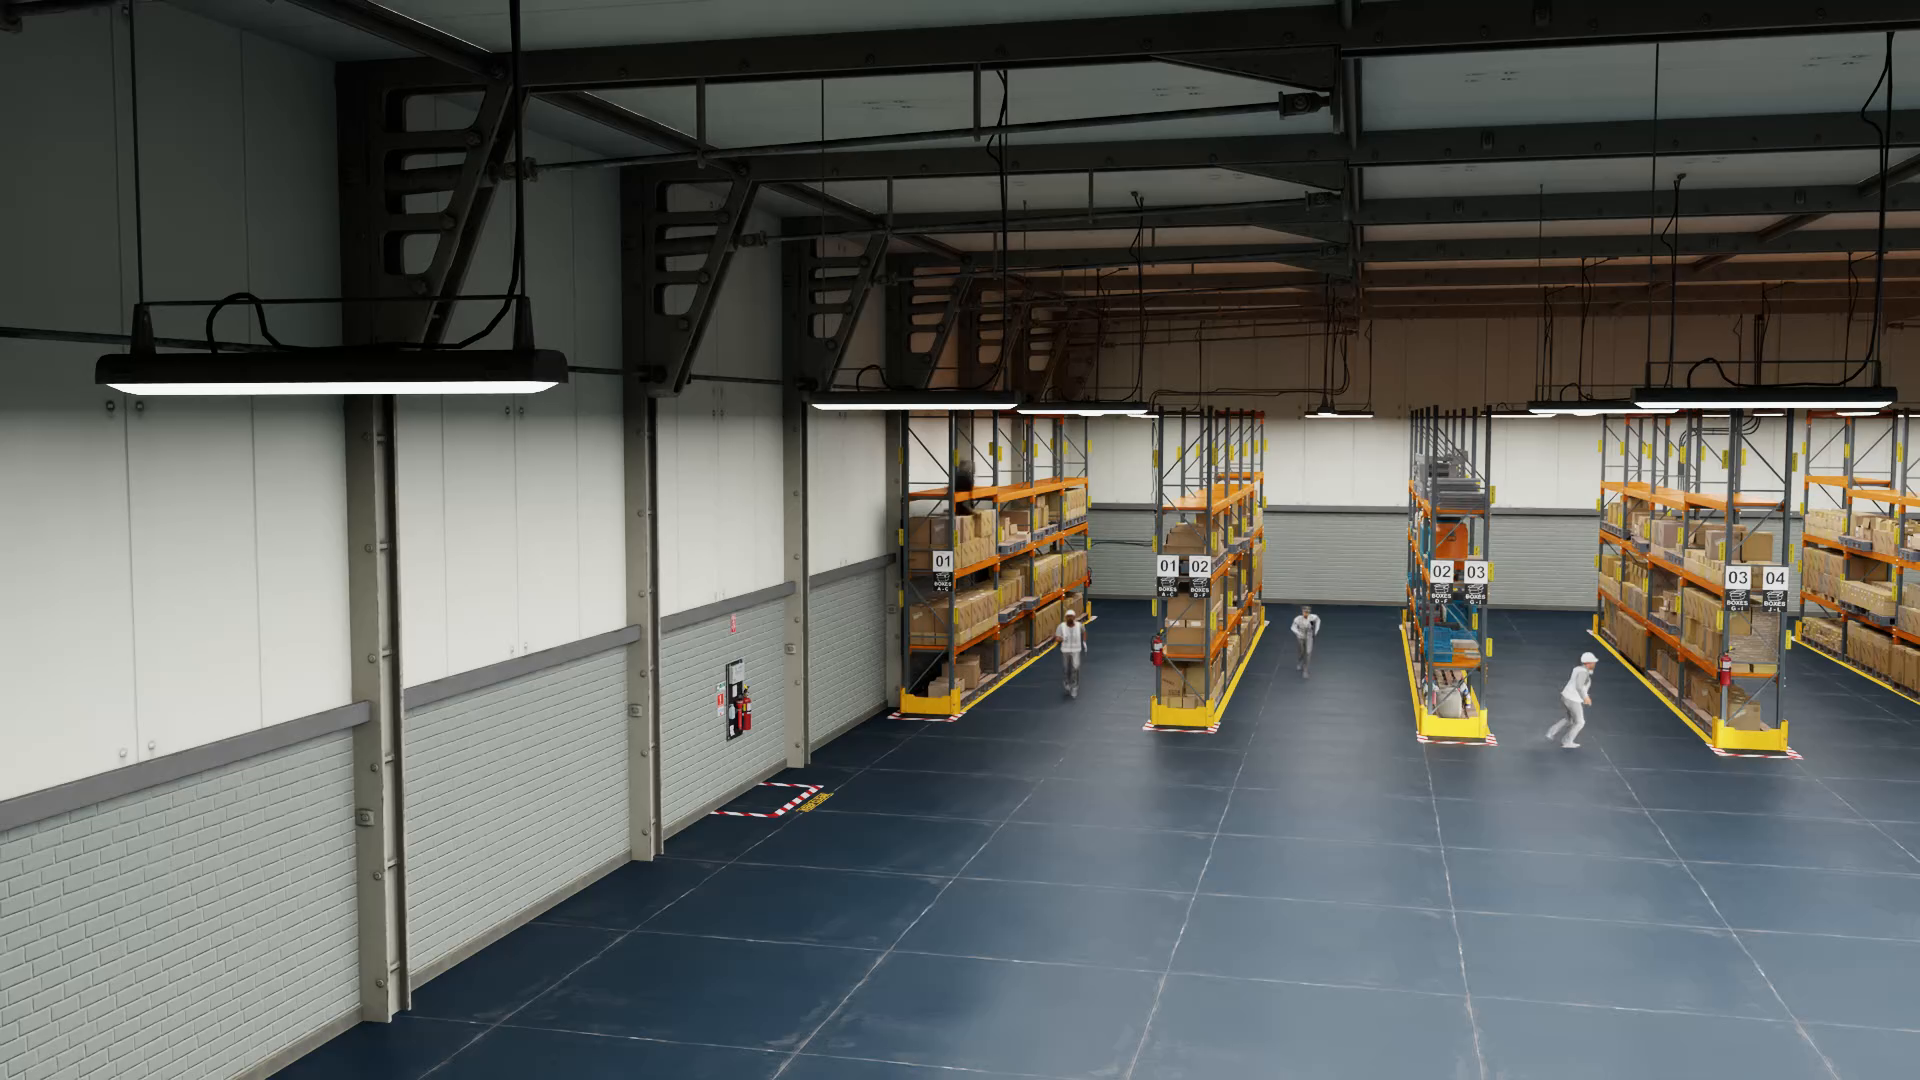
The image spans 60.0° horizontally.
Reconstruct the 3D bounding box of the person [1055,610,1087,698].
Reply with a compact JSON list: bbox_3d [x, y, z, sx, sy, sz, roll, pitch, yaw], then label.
[{"bbox_3d":[2.307,2.356,34.559,0.666,1.836,0.849,0,4,3],"label":"person"}]

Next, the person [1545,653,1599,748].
[{"bbox_3d":[10.715,2.796,29.116,0.834,1.681,0.644,1,4,9],"label":"person"}]

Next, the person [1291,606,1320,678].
[{"bbox_3d":[7.769,2.260,37.494,0.661,1.632,0.959,0,4,1],"label":"person"}]
